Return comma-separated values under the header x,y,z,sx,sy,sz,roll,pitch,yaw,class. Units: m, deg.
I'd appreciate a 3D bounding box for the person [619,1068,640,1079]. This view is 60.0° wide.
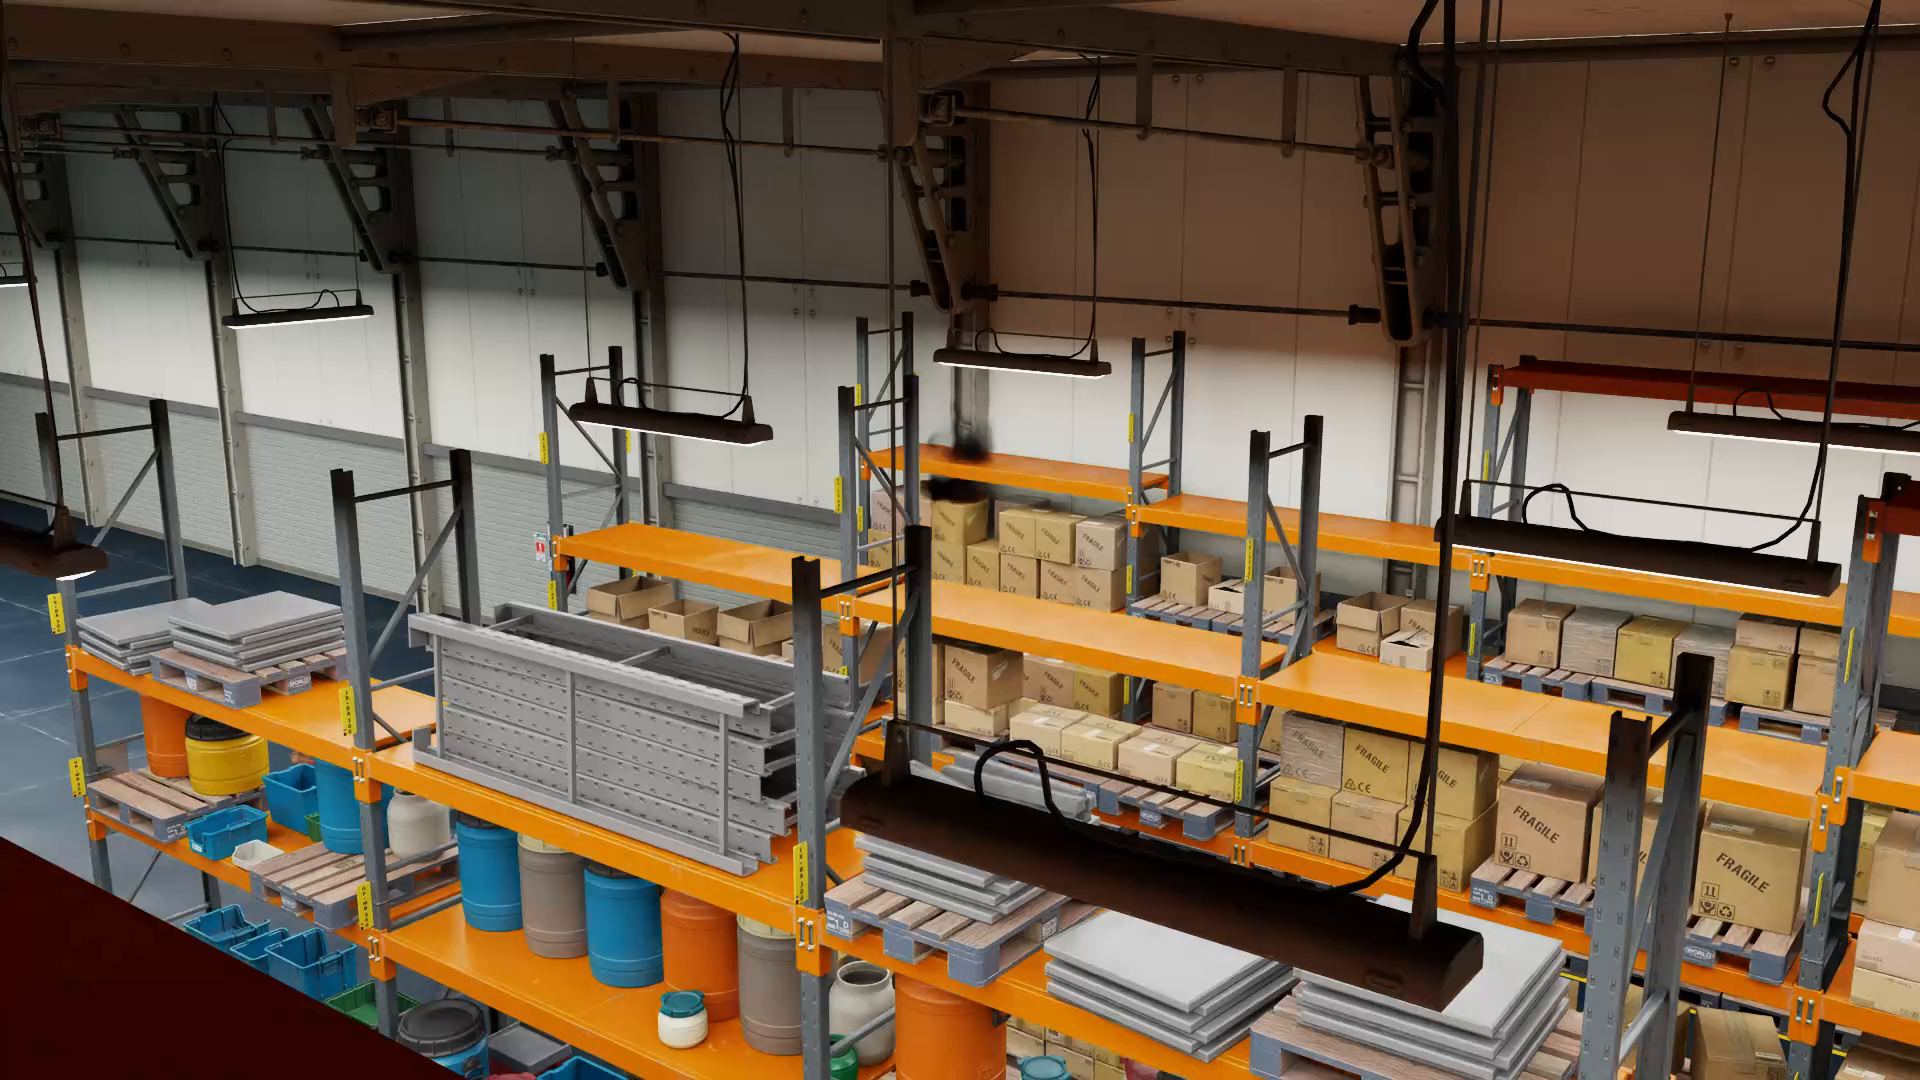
x,y,z,sx,sy,sz,roll,pitch,yaw,class
-2.549,4.102,13.554,0.962,1.771,0.695,7,15,29,person

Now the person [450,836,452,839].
x,y,z,sx,sy,sz,roll,pitch,yaw,class
-6.047,3.005,18.859,0.530,1.556,0.524,-6,14,-25,person

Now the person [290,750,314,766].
x,y,z,sx,sy,sz,roll,pitch,yaw,class
-7.110,3.066,18.335,0.868,1.730,0.675,-5,14,-21,person
